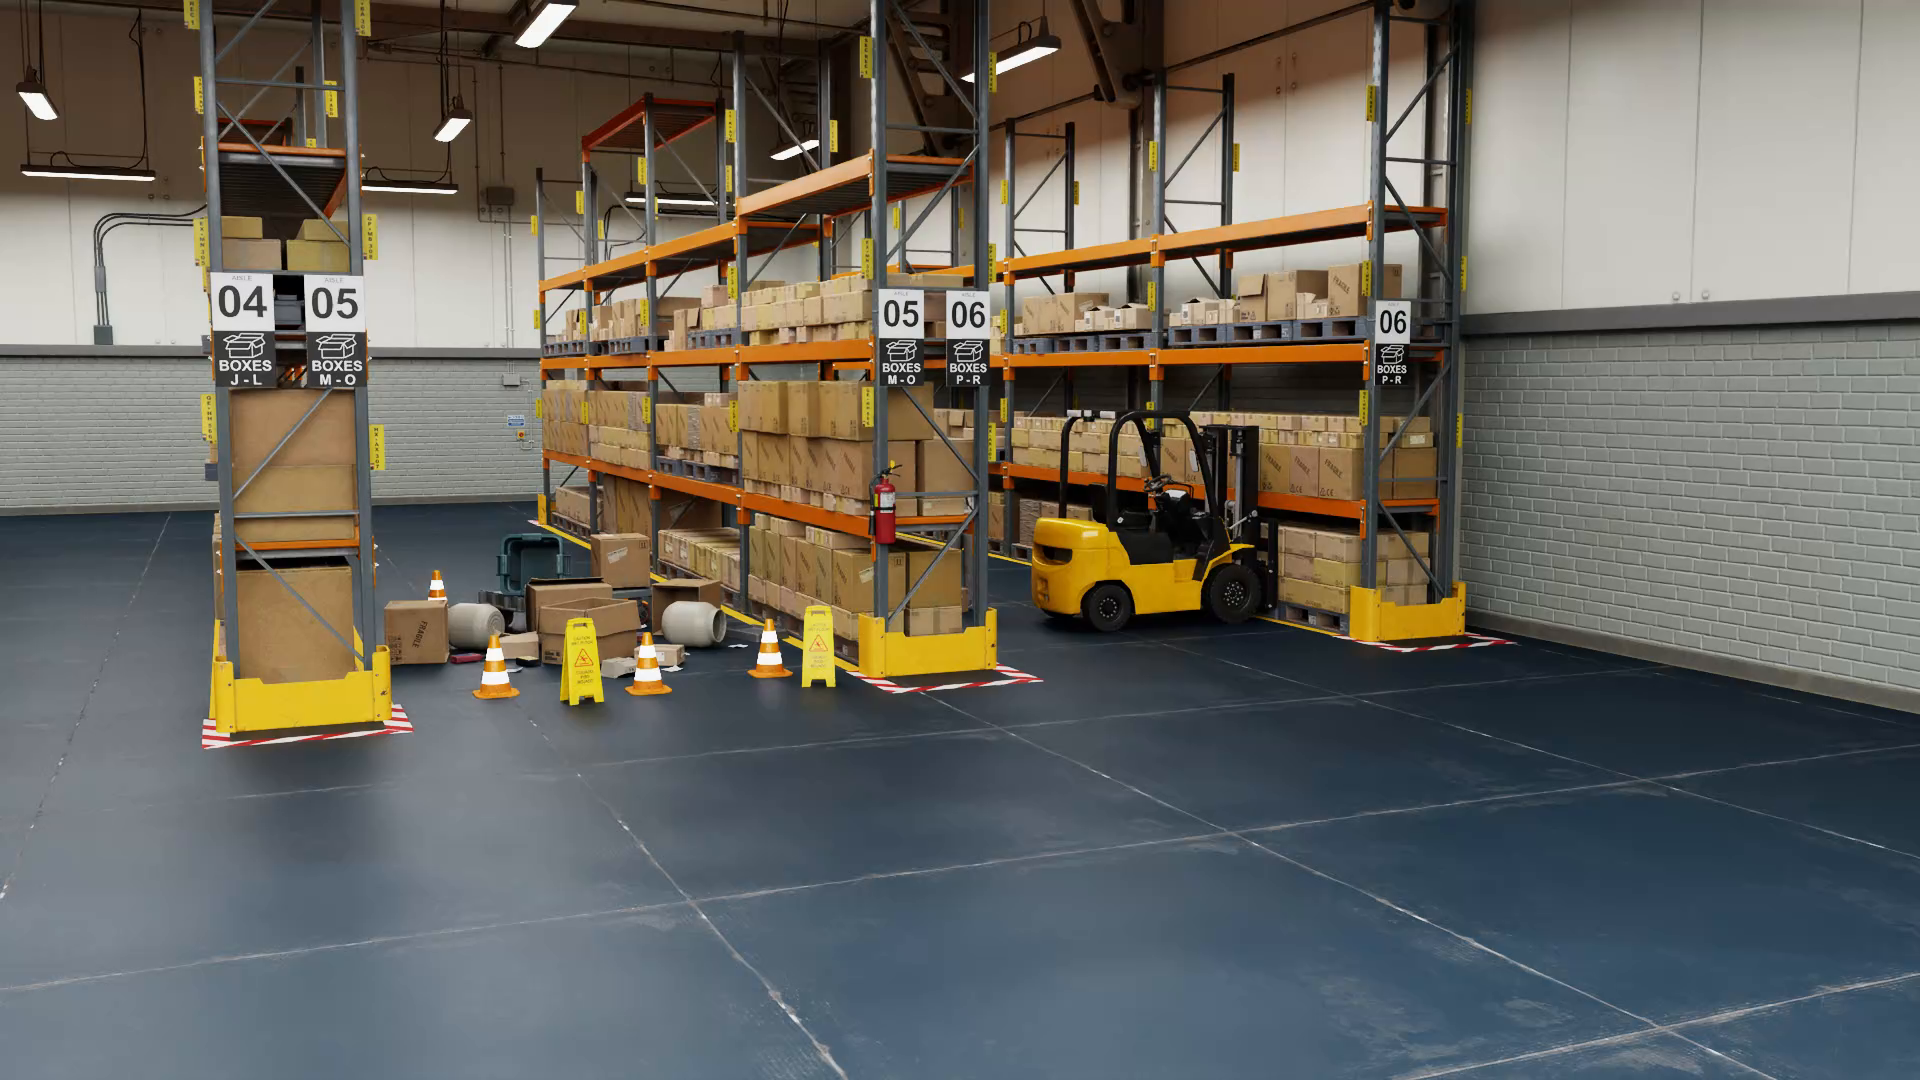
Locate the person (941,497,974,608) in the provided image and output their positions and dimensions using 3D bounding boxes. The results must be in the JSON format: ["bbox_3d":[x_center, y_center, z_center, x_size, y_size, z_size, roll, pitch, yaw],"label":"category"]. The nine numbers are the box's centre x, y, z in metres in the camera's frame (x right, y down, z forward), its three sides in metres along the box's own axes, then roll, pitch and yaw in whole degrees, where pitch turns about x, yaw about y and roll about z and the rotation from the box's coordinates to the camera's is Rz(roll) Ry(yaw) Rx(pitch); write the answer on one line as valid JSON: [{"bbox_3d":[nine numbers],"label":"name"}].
[{"bbox_3d":[0.004,-0.103,17.805,0.568,1.694,0.529,4,7,34],"label":"person"}]
